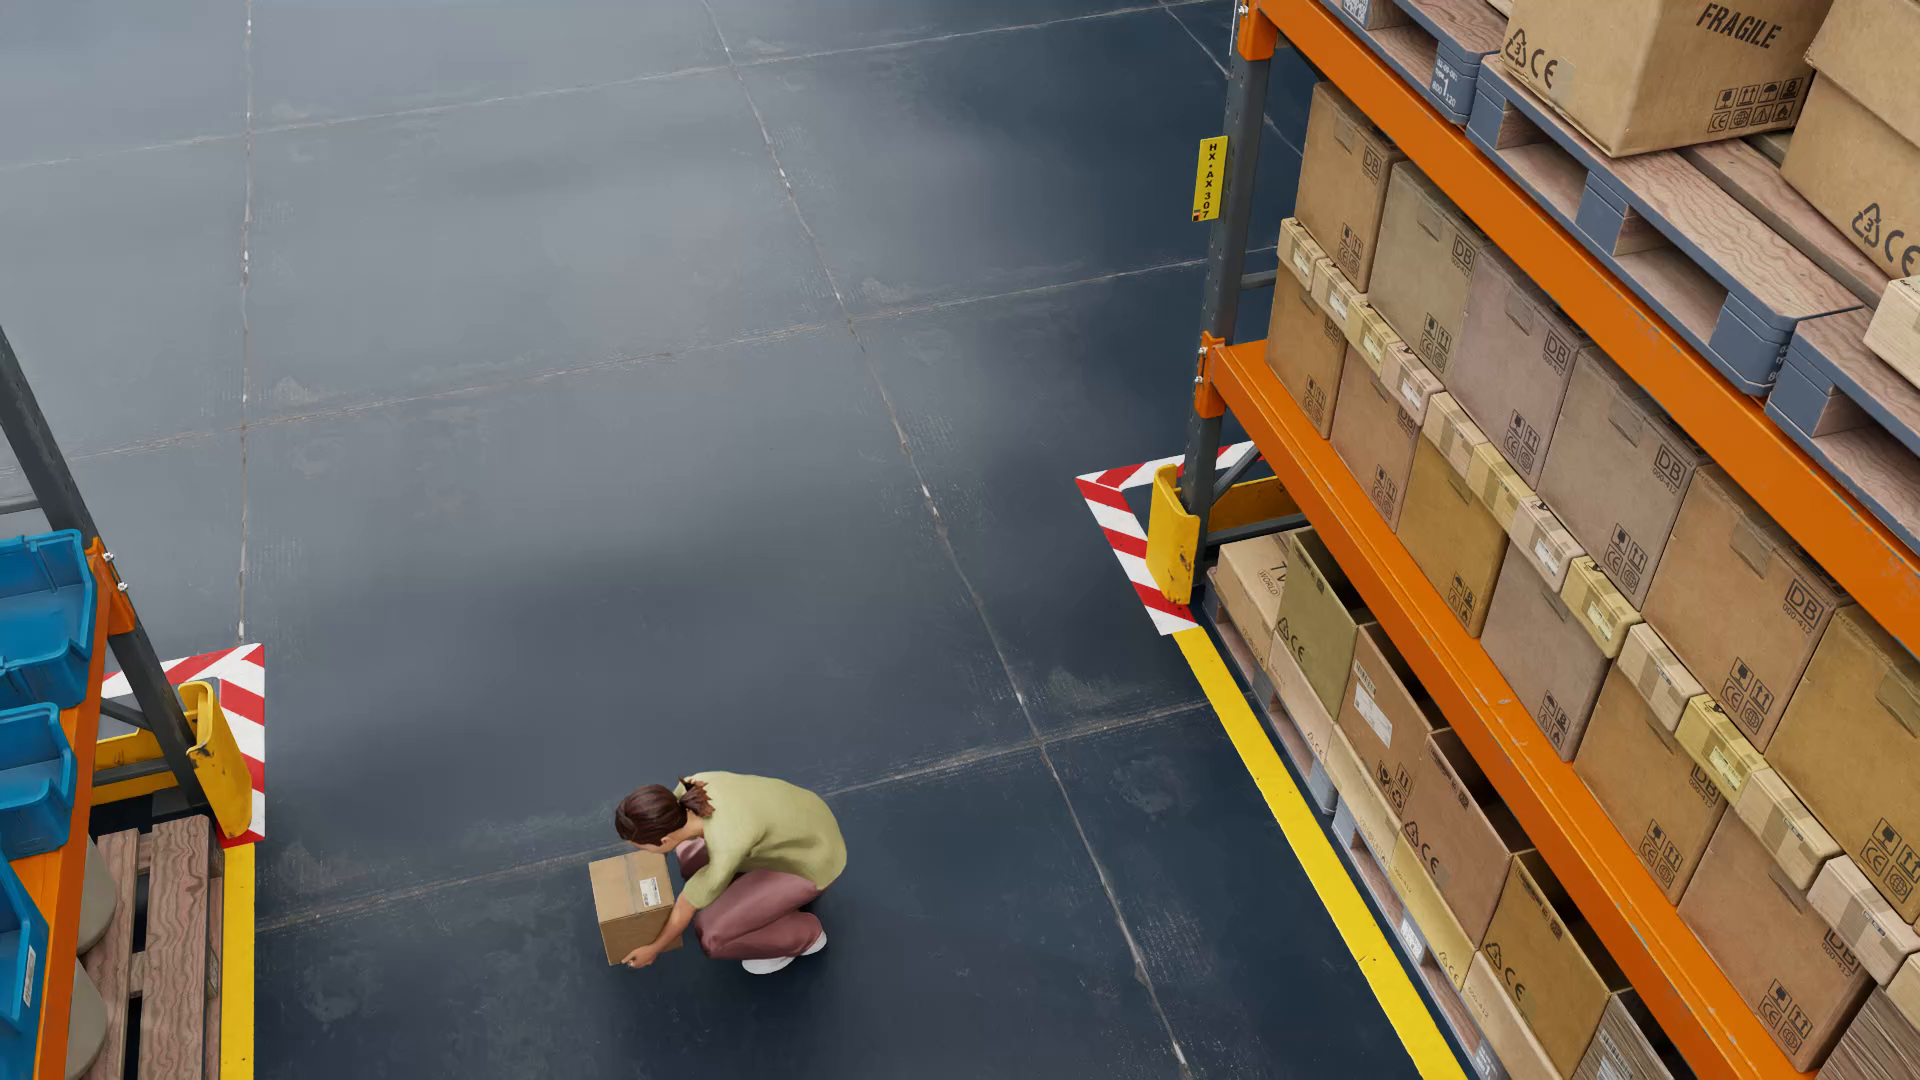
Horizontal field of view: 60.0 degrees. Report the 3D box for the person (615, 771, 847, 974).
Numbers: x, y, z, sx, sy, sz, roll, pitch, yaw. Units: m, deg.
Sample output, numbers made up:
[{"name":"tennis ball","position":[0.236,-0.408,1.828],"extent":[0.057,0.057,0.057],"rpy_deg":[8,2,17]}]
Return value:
[{"name":"person","position":[-0.782,1.062,5.549],"extent":[0.807,0.943,0.469],"rpy_deg":[-13,44,-13]}]
